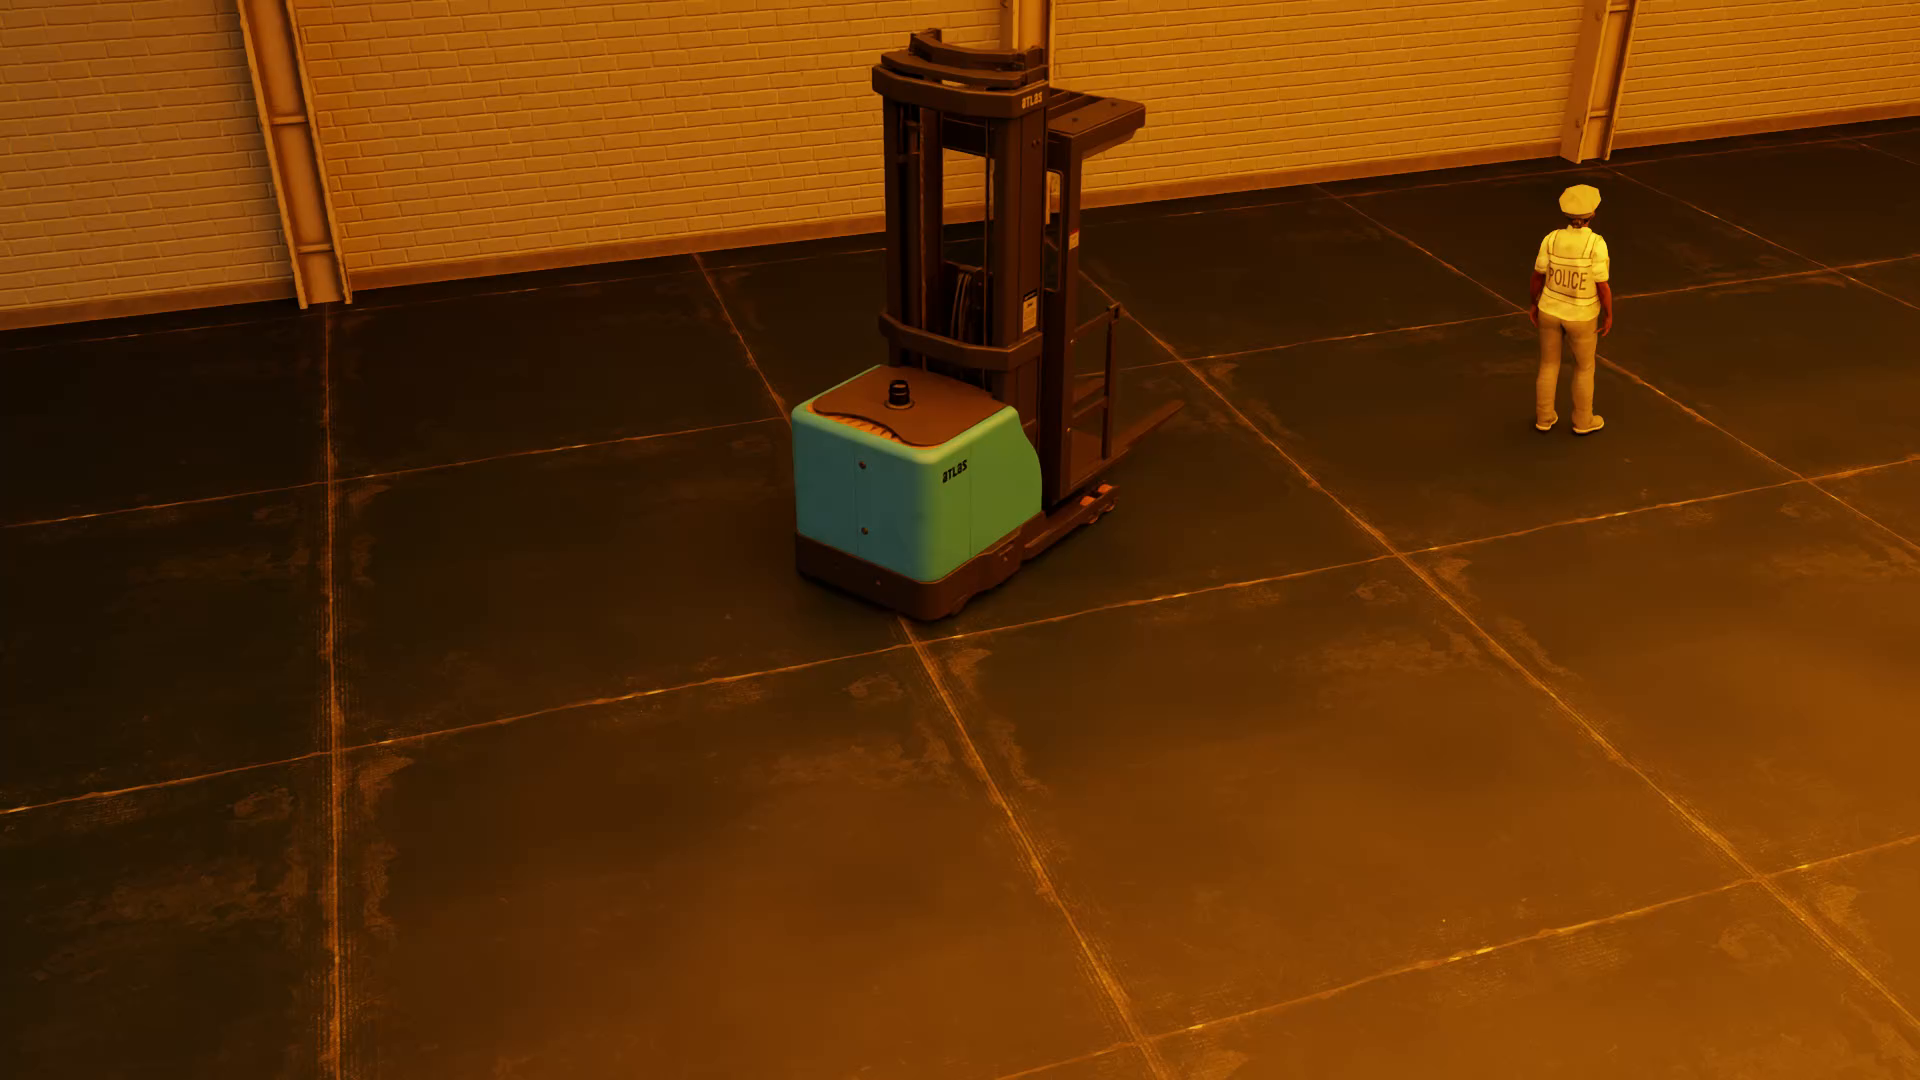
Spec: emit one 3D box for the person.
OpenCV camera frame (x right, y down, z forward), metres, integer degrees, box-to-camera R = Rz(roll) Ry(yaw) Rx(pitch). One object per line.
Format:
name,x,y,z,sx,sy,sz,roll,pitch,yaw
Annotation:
person,4.042,-1.512,10.940,0.570,1.695,0.530,22,36,33

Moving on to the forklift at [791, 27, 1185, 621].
forklift,0.340,-1.504,9.701,1.130,2.935,3.031,21,36,32
